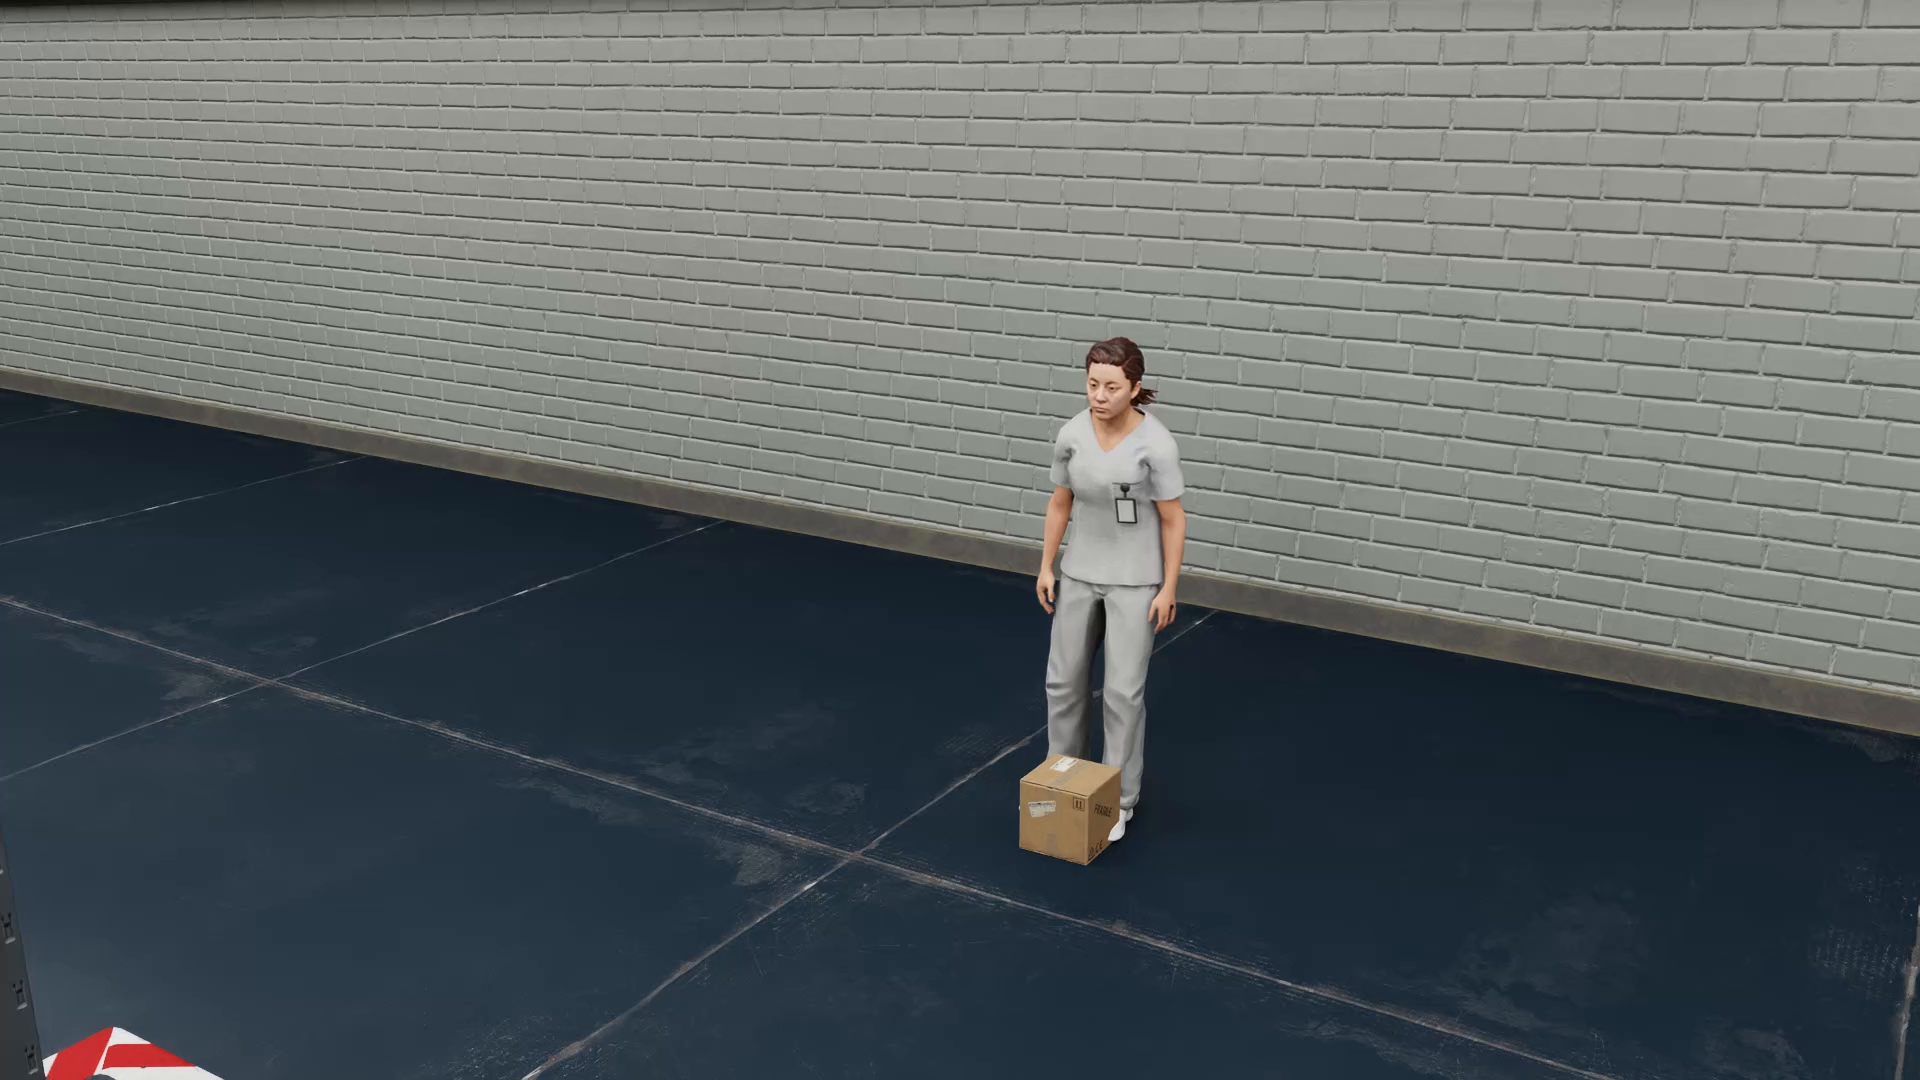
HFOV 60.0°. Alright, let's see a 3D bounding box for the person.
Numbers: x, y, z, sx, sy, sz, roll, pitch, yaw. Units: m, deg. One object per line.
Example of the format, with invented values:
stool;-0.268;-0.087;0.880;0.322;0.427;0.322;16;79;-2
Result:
person;0.478;0.155;5.504;0.511;1.673;0.407;9;18;28
